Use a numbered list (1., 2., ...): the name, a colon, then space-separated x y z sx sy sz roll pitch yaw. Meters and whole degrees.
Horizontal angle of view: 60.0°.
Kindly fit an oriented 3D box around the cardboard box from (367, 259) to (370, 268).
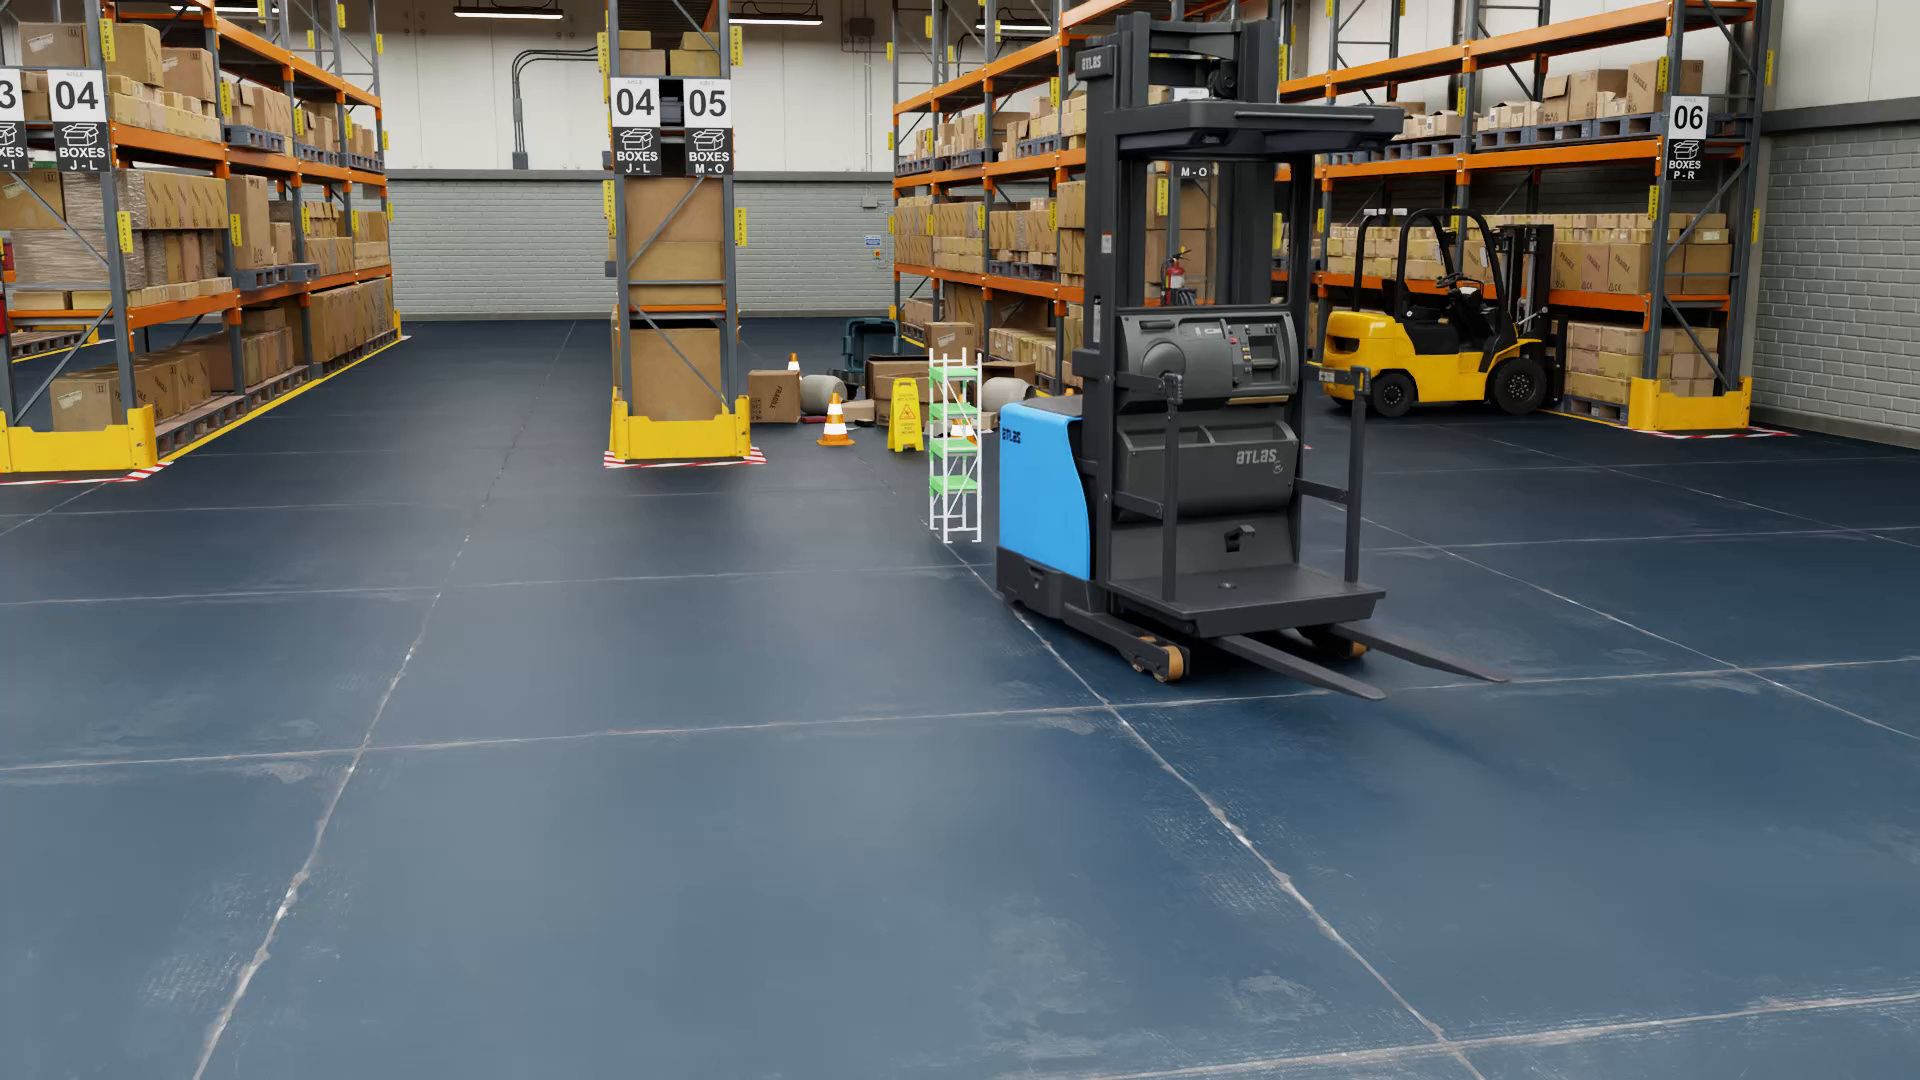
1. cardboard box: -9.597 -4.396 26.443 0.380 0.149 0.250 -2 11 -12

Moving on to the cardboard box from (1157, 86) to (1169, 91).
1. cardboard box: 2.039 -4.214 15.332 0.380 0.149 0.250 -2 11 -10

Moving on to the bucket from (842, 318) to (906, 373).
1. bucket: -0.931 -2.154 18.679 0.726 0.611 0.620 2 1 9

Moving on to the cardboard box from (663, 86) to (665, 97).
1. cardboard box: -2.678 -4.492 16.468 0.500 0.250 0.500 -2 11 -12

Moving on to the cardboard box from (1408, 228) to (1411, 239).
1. cardboard box: 5.966 -3.945 21.401 0.380 0.149 0.250 -2 11 -12

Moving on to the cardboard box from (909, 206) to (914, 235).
1. cardboard box: -0.591 -5.517 28.721 0.500 0.500 0.500 -2 11 -11

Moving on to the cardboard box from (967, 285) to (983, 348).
1. cardboard box: 0.616 -3.344 24.804 0.875 0.875 0.875 -2 11 -10

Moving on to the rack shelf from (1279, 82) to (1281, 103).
1. rack shelf: 4.540 -7.762 29.343 1.077 0.370 4.000 -2 11 -11

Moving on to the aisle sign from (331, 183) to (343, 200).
1. aisle sign: -10.746 -6.275 28.688 0.394 0.787 0.004 -2 11 -11

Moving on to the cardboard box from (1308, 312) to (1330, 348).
1. cardboard box: 5.414 -3.118 24.616 0.500 0.500 0.500 -2 11 -9

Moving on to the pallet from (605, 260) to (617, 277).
1. pallet: -4.240 -3.722 22.744 1.213 0.211 1.003 -2 11 -11

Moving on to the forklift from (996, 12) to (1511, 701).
1. forklift: 1.261 -0.899 7.581 1.130 2.935 3.031 -5 12 -24

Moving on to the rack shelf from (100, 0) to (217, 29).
1. rack shelf: -7.715 -5.020 14.935 1.077 0.370 4.000 -2 11 -11

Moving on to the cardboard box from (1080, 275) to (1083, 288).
1. cardboard box: 1.545 -2.870 18.424 0.380 0.149 0.250 -2 11 -11

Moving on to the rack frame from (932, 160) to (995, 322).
1. rack frame: 0.061 -4.622 26.958 1.000 3.000 0.127 -2 11 -11

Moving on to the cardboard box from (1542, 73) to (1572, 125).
1. cardboard box: 6.760 -4.754 17.965 0.797 0.503 0.637 -2 11 -9

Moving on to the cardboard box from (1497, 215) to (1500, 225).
1. cardboard box: 6.453 -3.689 19.260 0.380 0.149 0.250 -2 11 -12

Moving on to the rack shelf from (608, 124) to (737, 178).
1. rack shelf: -2.830 -3.709 16.065 1.077 0.370 4.000 -2 11 -11

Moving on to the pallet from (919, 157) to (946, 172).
1. pallet: -0.088 -6.202 27.476 1.003 0.211 1.213 -2 11 -11

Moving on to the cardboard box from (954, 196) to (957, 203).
1. cardboard box: -0.256 -5.578 27.305 0.380 0.149 0.250 -2 11 -10

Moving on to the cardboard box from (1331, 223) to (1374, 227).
1. cardboard box: 5.760 -4.425 24.532 0.500 0.500 0.500 -2 11 -8

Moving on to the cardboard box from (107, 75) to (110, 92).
1. cardboard box: -7.153 -3.715 13.507 0.380 0.149 0.250 -2 11 -11

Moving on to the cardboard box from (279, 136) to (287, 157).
1. cardboard box: -8.439 -4.759 20.056 0.500 0.250 0.500 -2 11 -11

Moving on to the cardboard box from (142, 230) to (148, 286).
1. cardboard box: -7.621 -2.445 14.458 0.875 0.500 0.500 -2 11 -11

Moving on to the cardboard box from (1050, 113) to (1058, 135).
1. cardboard box: 1.361 -4.863 19.478 0.500 0.250 0.500 -2 11 -12

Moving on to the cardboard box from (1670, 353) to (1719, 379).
1. cardboard box: 7.375 -1.797 17.010 0.500 0.250 0.500 -2 11 -10

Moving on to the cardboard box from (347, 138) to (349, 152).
1. cardboard box: -9.972 -6.280 25.987 0.700 0.500 0.500 -2 11 -8

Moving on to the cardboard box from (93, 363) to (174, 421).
1. cardboard box: -7.684 -1.378 15.477 0.500 0.500 0.500 -1 11 -6

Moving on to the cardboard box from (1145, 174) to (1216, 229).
1. cardboard box: 2.081 -3.193 15.714 0.700 0.500 0.500 -2 11 -12

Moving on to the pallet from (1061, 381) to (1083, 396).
1. pallet: 1.782 -1.663 18.869 1.003 0.211 1.213 -2 11 -11

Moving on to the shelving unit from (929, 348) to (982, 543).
1. shelving unit: -0.032 -0.620 10.744 0.258 1.200 0.503 -2 11 -11

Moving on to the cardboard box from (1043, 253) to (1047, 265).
1. cardboard box: 1.212 -3.371 19.934 0.380 0.149 0.250 -2 11 -13

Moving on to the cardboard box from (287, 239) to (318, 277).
1. cardboard box: -8.710 -3.676 21.721 0.500 0.500 0.500 -2 11 -9

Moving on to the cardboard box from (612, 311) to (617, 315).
1. cardboard box: -3.612 -2.345 19.888 1.050 0.750 0.750 -2 11 -11

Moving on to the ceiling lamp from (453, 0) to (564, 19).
1. ceiling lamp: -8.473 -11.394 30.883 2.000 3.185 0.800 -2 11 -11

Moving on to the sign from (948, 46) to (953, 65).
1. sign: -0.182 -8.818 30.246 0.100 0.325 0.005 -2 11 -11

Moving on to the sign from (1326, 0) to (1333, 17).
1. sign: 5.176 -7.493 23.286 0.100 0.325 0.005 -2 11 -11

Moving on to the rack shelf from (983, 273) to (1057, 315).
1. rack shelf: 1.227 -3.168 21.243 1.077 0.370 4.000 -2 11 -11

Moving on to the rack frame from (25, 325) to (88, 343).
1. rack frame: -15.297 -4.815 27.972 1.000 3.000 0.127 -2 11 -11

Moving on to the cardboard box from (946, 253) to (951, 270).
1. cardboard box: 0.073 -4.269 25.502 0.500 0.250 0.500 -2 11 -11

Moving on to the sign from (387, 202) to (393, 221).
1. sign: -9.903 -5.698 28.878 0.100 0.325 0.005 -2 11 -11

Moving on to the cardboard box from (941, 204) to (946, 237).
1. cardboard box: -0.010 -4.979 25.891 0.500 0.500 0.500 -2 11 -11

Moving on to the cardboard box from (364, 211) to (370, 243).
1. cardboard box: -9.697 -4.985 26.467 0.500 0.500 0.500 -2 11 -13

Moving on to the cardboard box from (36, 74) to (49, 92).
1. cardboard box: -7.622 -3.748 13.678 0.380 0.149 0.250 -2 11 -13

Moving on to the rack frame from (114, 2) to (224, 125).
1. rack frame: -8.104 -5.741 16.794 1.000 3.000 0.127 -2 11 -11

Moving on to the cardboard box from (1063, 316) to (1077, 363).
1. cardboard box: 1.466 -2.261 18.776 0.500 0.500 0.500 -2 11 -8

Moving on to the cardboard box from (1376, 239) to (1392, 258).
1. cardboard box: 5.858 -3.870 22.070 0.500 0.250 0.500 -2 11 -10

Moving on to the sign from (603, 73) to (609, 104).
1. sign: -3.750 -4.817 17.734 0.100 0.325 0.005 -2 11 -11

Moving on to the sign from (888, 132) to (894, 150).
1. sign: -1.263 -7.278 30.342 0.100 0.325 0.005 -2 11 -11

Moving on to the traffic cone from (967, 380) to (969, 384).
1. traffic cone: 0.002 -2.085 20.413 0.336 0.463 0.334 -2 11 -11

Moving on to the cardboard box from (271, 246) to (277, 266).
1. cardboard box: -8.293 -3.372 19.628 0.396 0.266 0.258 -2 11 -13

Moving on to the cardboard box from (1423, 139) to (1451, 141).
1. cardboard box: 6.196 -5.296 21.711 0.380 0.166 0.250 -2 11 -11

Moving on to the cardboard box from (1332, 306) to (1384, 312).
1. cardboard box: 5.815 -2.994 23.634 0.875 0.625 0.625 -2 11 -9

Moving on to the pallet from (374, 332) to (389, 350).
1. pallet: -9.972 -3.258 27.251 1.003 0.211 1.213 -2 11 -11
